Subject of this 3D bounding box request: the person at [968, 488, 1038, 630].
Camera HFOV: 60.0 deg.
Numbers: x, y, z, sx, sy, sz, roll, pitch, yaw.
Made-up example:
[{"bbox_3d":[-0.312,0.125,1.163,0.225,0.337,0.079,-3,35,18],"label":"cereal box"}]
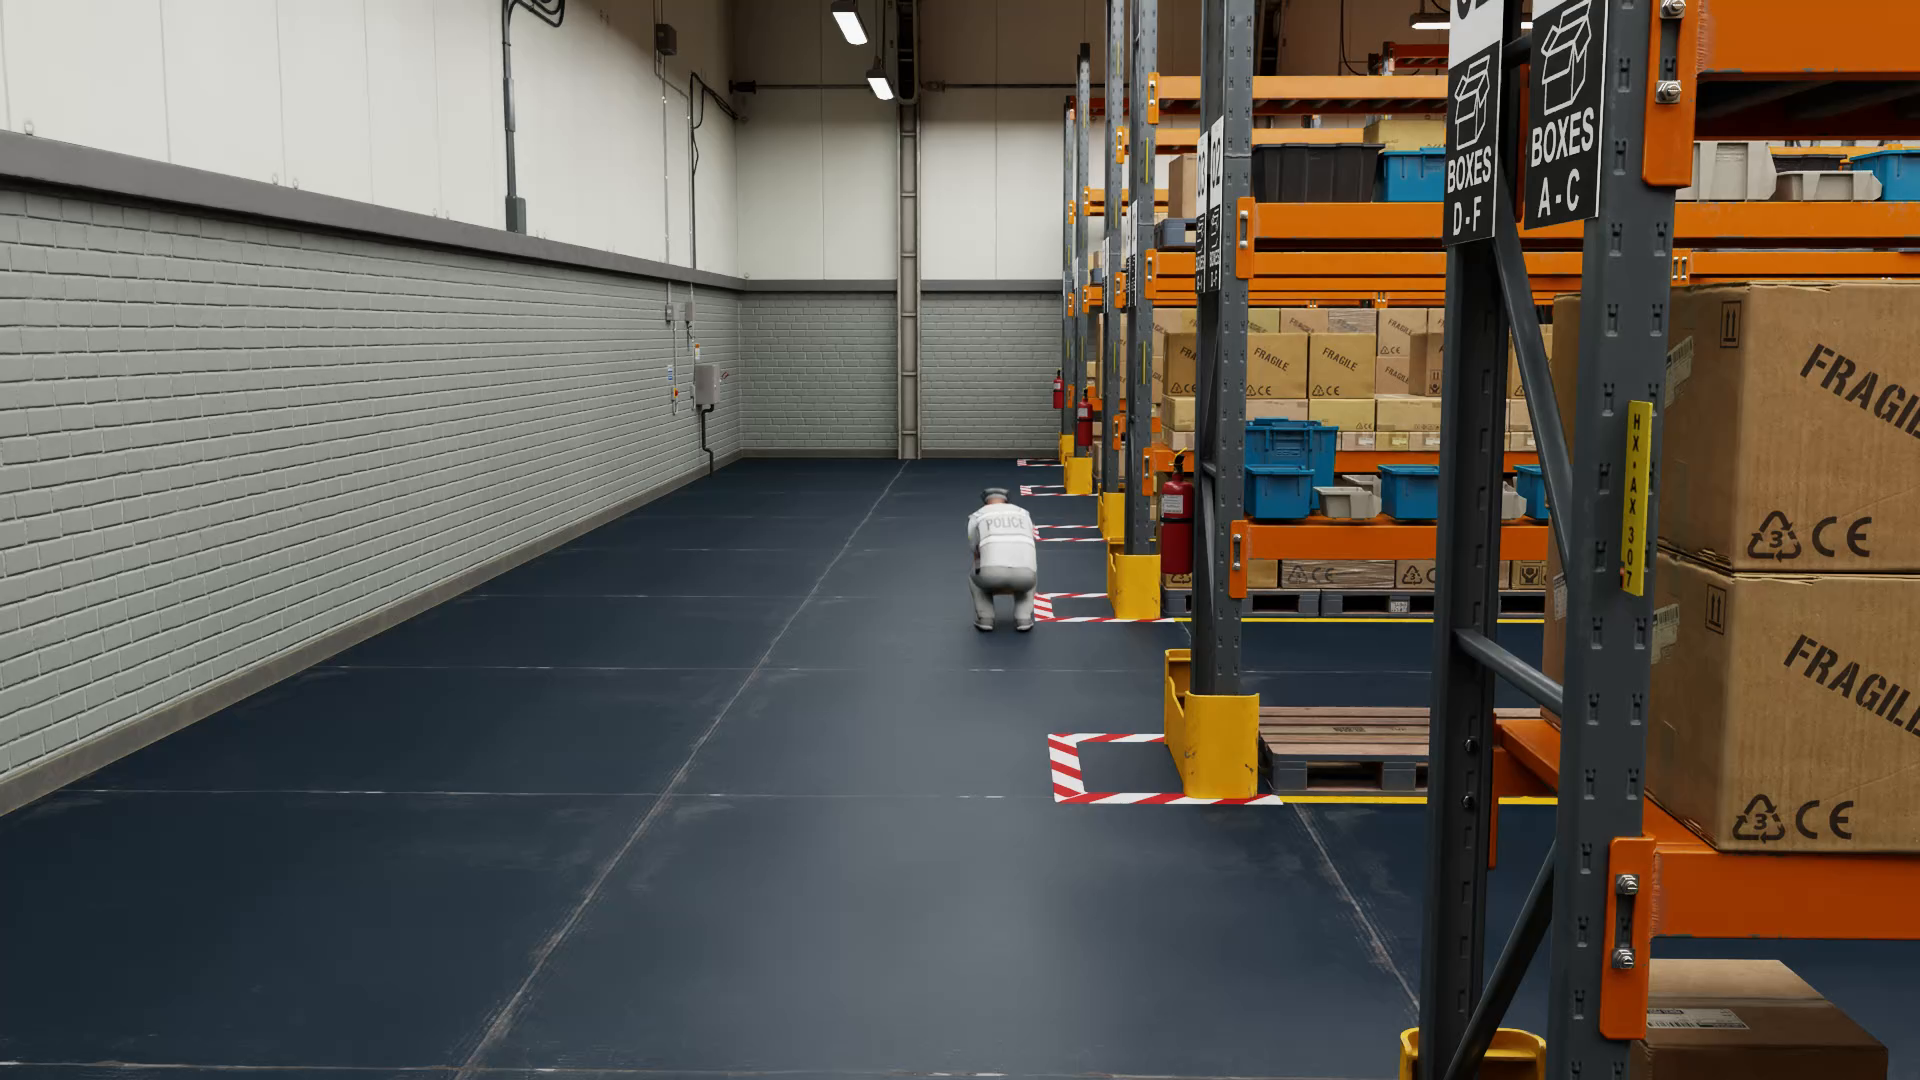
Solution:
[{"bbox_3d":[0.326,0.145,12.556,0.534,1.026,0.918,0,7,0],"label":"person"}]
